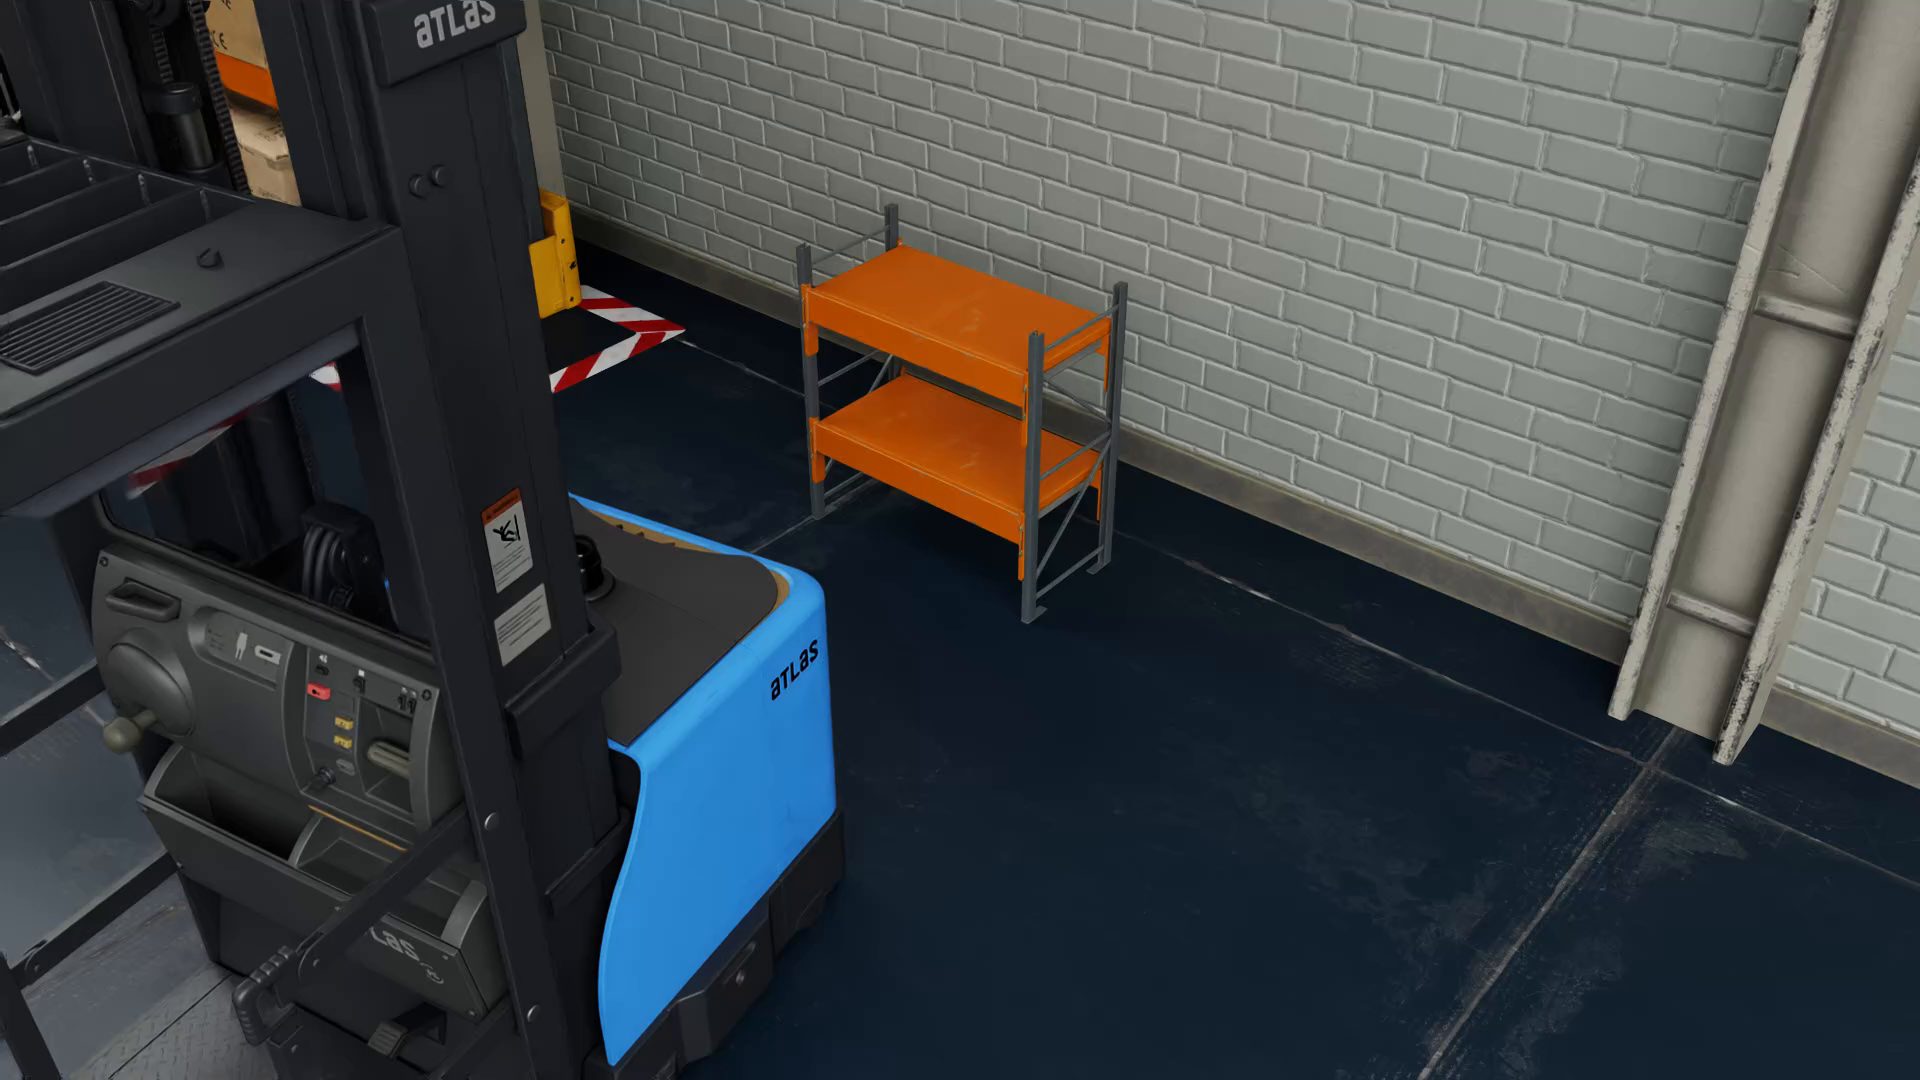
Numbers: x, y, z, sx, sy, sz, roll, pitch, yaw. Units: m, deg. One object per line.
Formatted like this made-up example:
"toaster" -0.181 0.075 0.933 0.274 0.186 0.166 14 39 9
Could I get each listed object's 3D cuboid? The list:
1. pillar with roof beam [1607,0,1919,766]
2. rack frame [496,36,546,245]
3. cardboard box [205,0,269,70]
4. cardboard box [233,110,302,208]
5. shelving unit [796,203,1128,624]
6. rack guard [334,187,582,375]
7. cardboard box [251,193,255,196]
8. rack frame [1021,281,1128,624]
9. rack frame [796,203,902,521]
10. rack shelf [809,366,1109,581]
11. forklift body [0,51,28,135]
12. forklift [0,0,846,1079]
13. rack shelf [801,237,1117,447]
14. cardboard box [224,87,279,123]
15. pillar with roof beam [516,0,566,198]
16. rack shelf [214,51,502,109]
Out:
"pillar with roof beam" -0.395 -1.265 0.143 0.400 9.000 9.100 25 42 32
"rack frame" -2.293 -2.194 6.795 0.127 3.000 1.000 25 42 32
"cardboard box" -2.840 -2.299 6.859 0.500 0.500 0.500 24 41 31
"cardboard box" -2.847 -1.677 7.216 0.500 0.250 0.500 27 43 33
"shelving unit" -0.005 -0.466 5.935 1.048 1.125 0.538 25 42 32
"rack guard" -2.275 -1.155 7.489 0.348 0.500 1.175 25 42 32
"cardboard box" -2.868 -1.480 7.371 0.500 0.250 0.500 25 41 31
"rack frame" 0.385 -0.282 5.667 0.032 1.125 0.500 25 42 32
"rack frame" -0.396 -0.650 6.203 0.032 1.125 0.500 25 42 32
"rack shelf" -0.005 -0.265 6.074 1.000 0.278 0.538 25 42 32
"forklift body" -4.918 -1.737 6.879 1.214 2.155 2.313 25 42 32
"forklift" -1.479 0.370 3.122 1.130 2.935 3.031 17 38 23
"rack shelf" -0.005 -0.707 5.769 1.000 0.278 0.538 25 42 32
"cardboard box" -3.243 -1.859 7.482 0.500 0.250 0.500 26 42 33
"pillar with roof beam" -5.006 -3.438 3.307 0.400 9.000 9.100 25 42 32
"rack shelf" -3.830 -2.621 8.053 4.000 0.370 1.077 25 42 32
